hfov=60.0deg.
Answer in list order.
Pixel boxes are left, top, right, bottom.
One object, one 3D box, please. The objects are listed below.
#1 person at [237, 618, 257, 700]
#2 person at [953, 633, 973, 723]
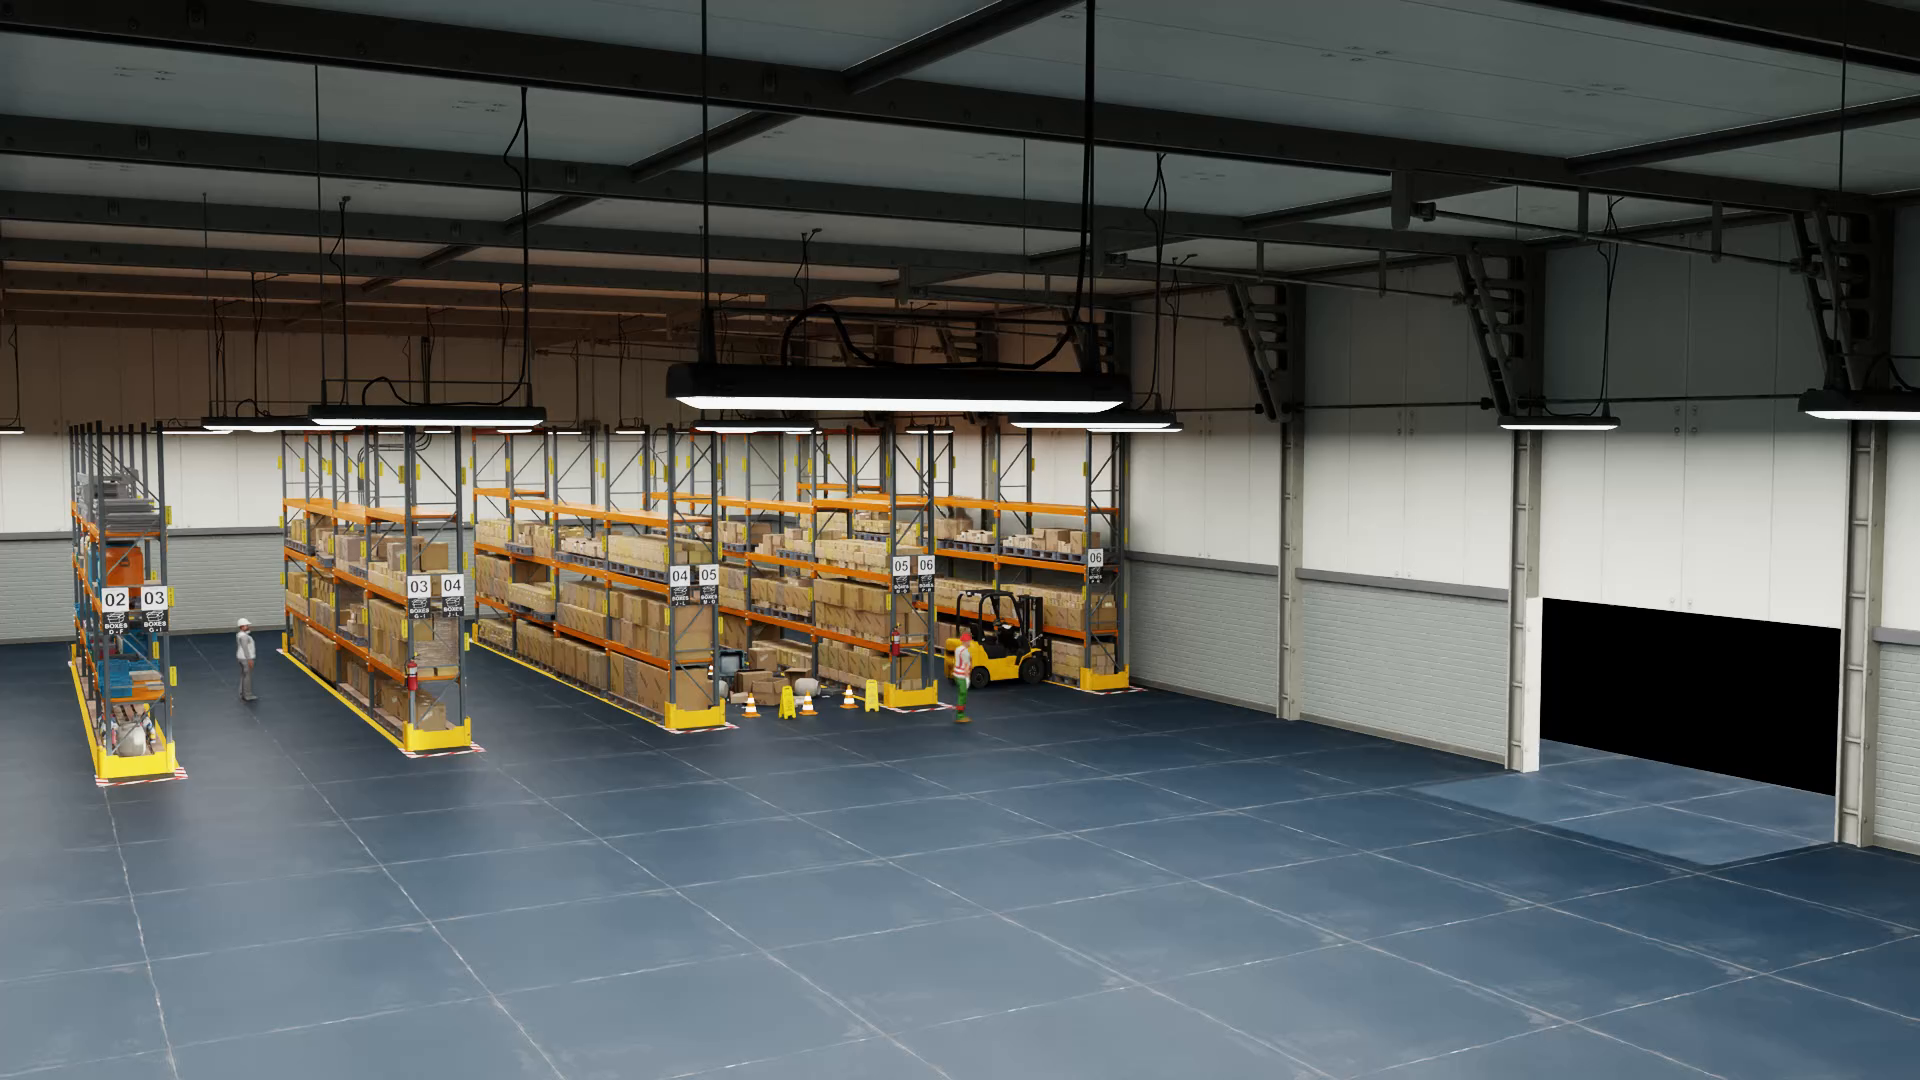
[{"bbox_3d":[-15.556,2.605,36.251,0.388,1.806,0.547,-3,5,-42],"label":"person"},{"bbox_3d":[0.076,2.765,33.347,0.393,1.794,0.584,-1,4,-20],"label":"person"}]
